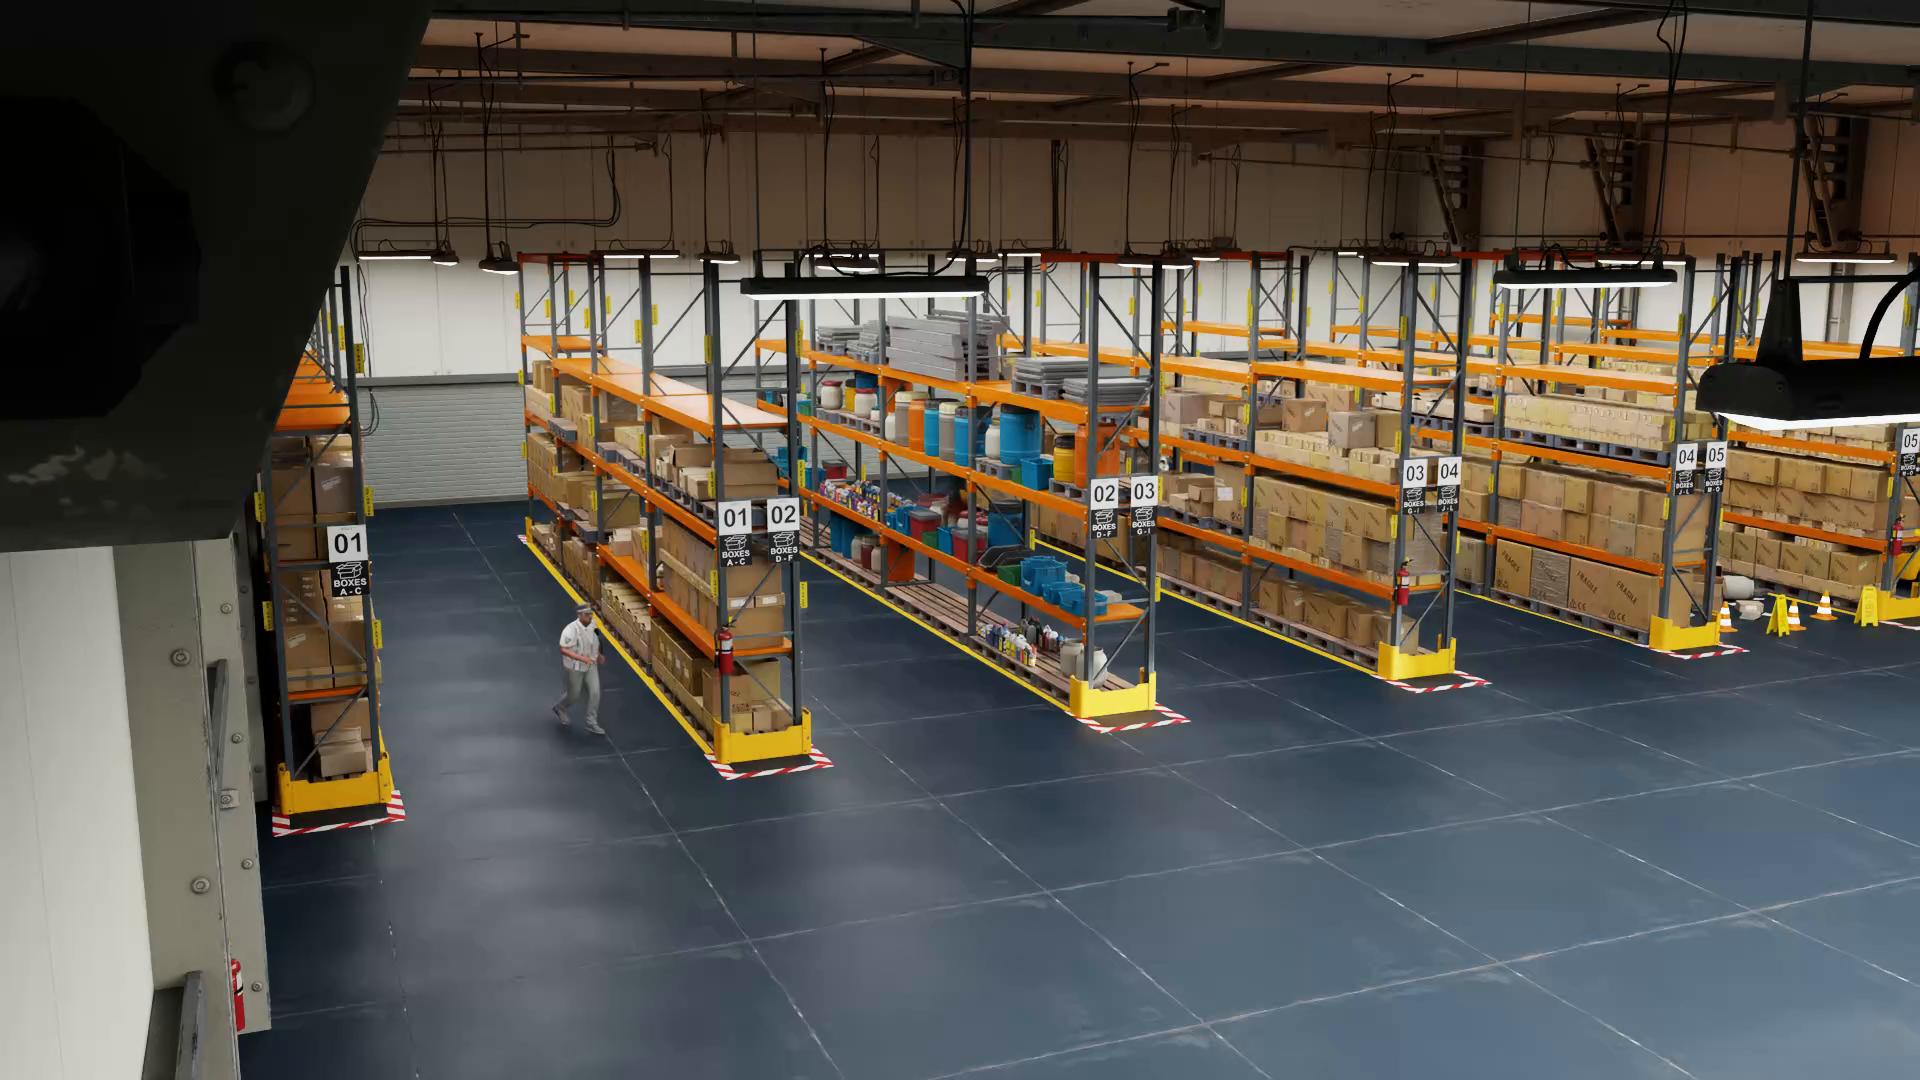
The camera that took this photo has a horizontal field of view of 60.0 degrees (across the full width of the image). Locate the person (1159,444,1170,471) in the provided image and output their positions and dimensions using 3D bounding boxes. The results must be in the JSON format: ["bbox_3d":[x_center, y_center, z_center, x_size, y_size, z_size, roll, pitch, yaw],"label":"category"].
[{"bbox_3d":[4.469,-1.342,37.676,0.580,1.671,0.645,-4,11,-20],"label":"person"}]

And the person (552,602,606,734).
[{"bbox_3d":[-4.949,1.615,21.447,0.906,1.739,0.637,9,14,41],"label":"person"}]
